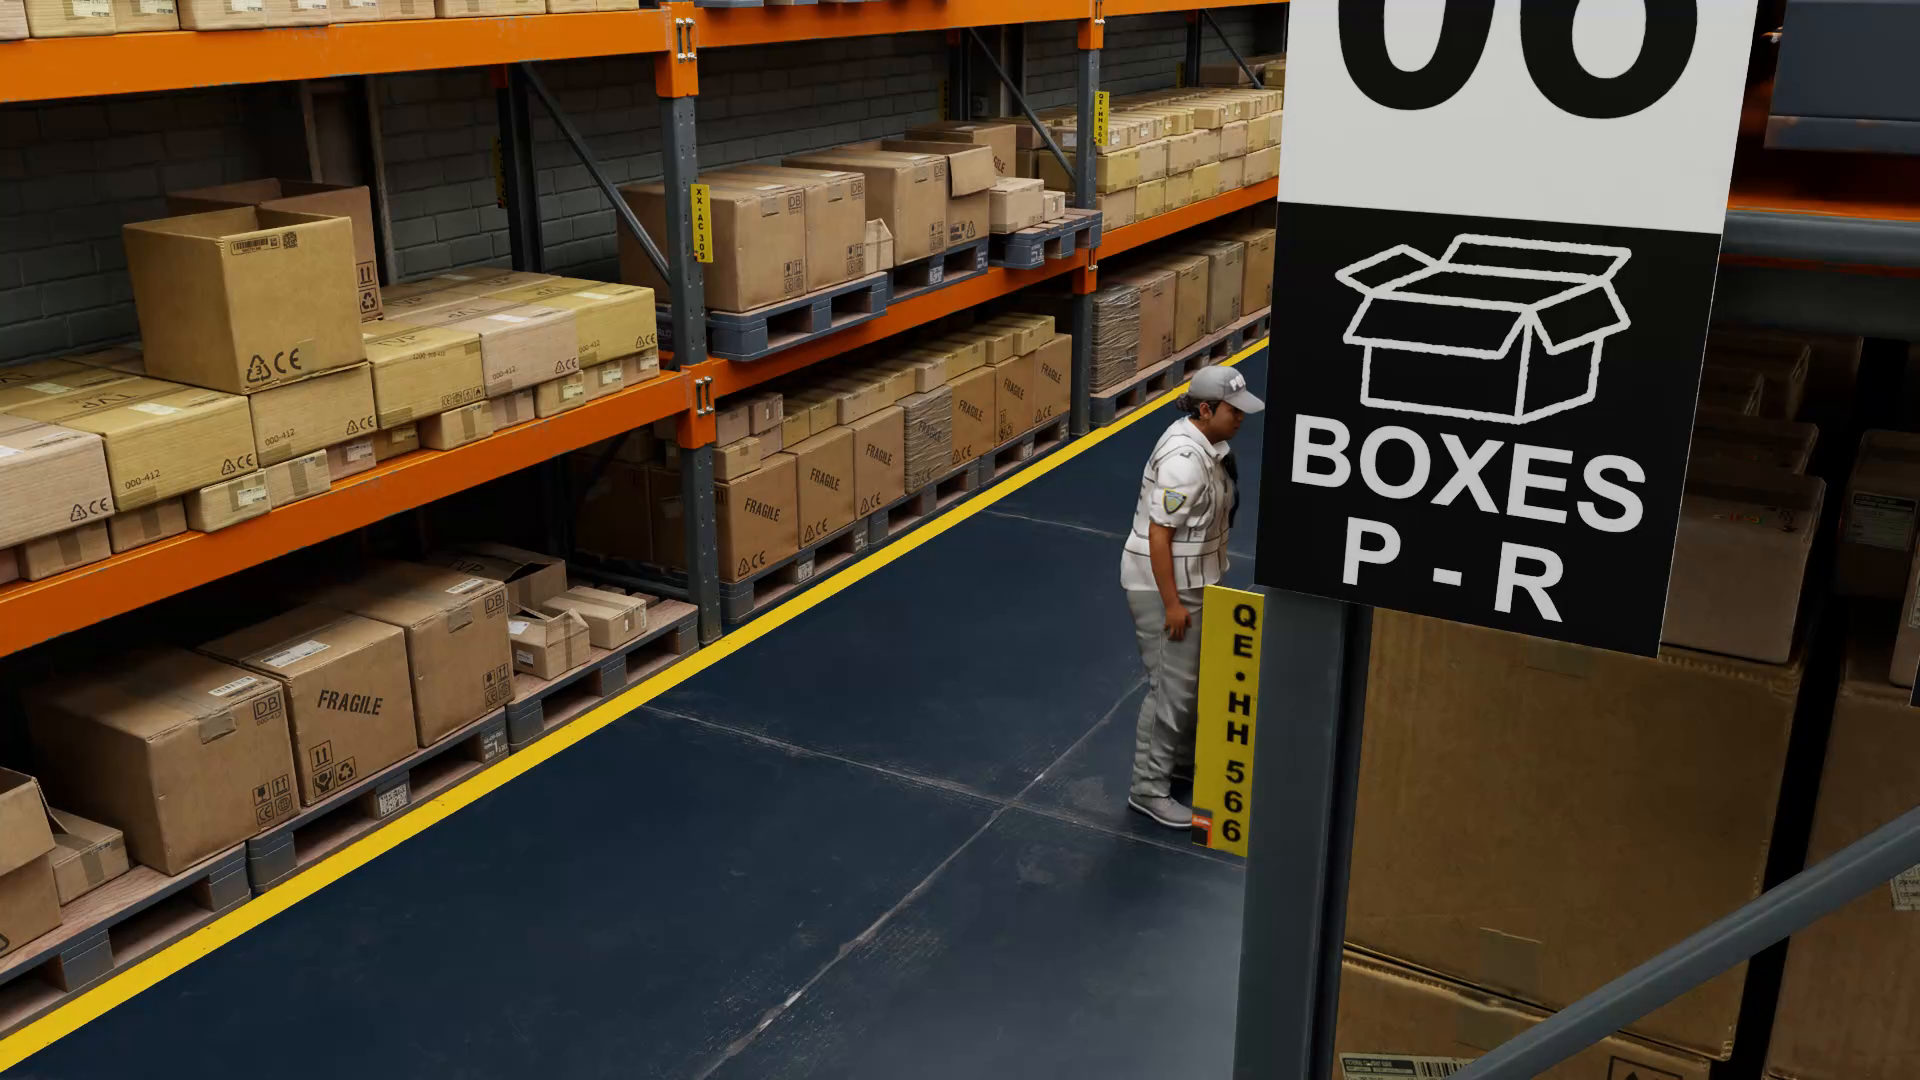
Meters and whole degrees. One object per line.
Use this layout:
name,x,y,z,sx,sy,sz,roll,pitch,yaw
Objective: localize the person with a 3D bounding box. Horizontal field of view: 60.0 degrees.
person,0.834,0.178,6.058,0.468,1.666,0.564,9,22,24
